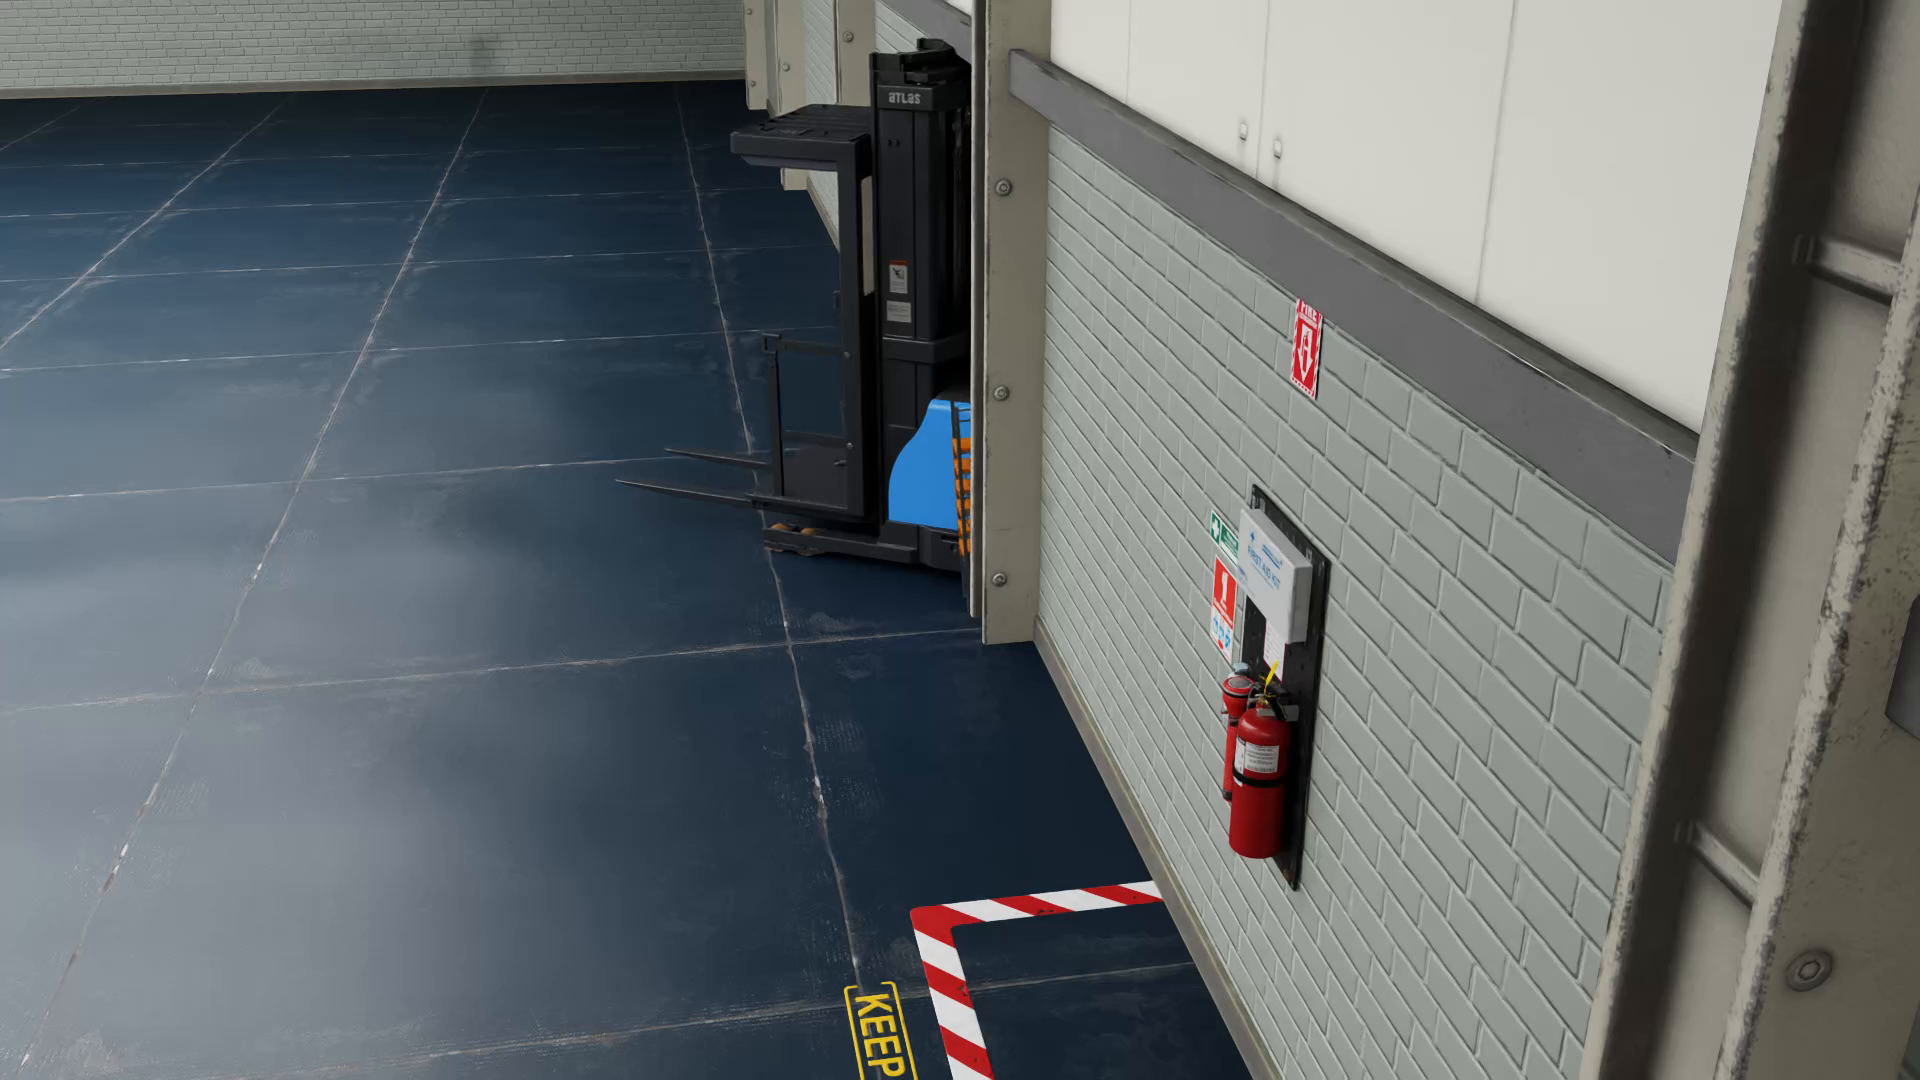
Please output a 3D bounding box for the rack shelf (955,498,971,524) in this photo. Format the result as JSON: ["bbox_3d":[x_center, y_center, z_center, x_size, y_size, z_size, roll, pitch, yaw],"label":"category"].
[{"bbox_3d":[0.116,-0.163,9.212,0.258,0.103,0.180,-6,23,-6],"label":"rack shelf"}]

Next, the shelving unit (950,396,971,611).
[{"bbox_3d":[0.113,-0.204,9.195,0.258,1.200,0.189,-6,23,-6],"label":"shelving unit"}]

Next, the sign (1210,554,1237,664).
[{"bbox_3d":[0.934,0.244,5.899,0.001,0.329,0.234,-4,24,-10],"label":"sign"}]

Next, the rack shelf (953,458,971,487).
[{"bbox_3d":[0.101,-0.384,9.119,0.258,0.103,0.180,-6,23,-6],"label":"rack shelf"}]

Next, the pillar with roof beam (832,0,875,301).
[{"bbox_3d":[-5.096,-5.690,12.036,9.100,9.000,0.400,-4,24,-10],"label":"pillar with roof beam"}]

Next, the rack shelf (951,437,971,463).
[{"bbox_3d":[0.094,-0.494,9.073,0.258,0.103,0.180,-6,23,-6],"label":"rack shelf"}]

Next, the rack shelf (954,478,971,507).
[{"bbox_3d":[0.109,-0.273,9.166,0.258,0.103,0.180,-6,23,-6],"label":"rack shelf"}]

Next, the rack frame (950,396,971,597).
[{"bbox_3d":[0.101,-0.238,9.279,0.240,1.200,0.006,-6,23,-6],"label":"rack frame"}]

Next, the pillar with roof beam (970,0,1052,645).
[{"bbox_3d":[-3.986,-3.330,6.632,9.100,9.000,0.400,-4,24,-10],"label":"pillar with roof beam"}]

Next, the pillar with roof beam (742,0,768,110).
[{"bbox_3d":[-7.315,-10.411,22.843,9.100,9.000,0.400,-4,24,-10],"label":"pillar with roof beam"}]

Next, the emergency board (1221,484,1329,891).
[{"bbox_3d":[0.935,0.485,5.391,0.194,1.169,0.643,-4,24,-10],"label":"emergency board"}]

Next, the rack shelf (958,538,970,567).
[{"bbox_3d":[0.131,0.058,9.305,0.258,0.103,0.180,-6,23,-6],"label":"rack shelf"}]

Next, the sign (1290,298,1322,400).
[{"bbox_3d":[1.031,-0.588,4.951,0.001,0.298,0.199,-4,24,-10],"label":"sign"}]

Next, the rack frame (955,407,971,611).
[{"bbox_3d":[0.126,-0.169,9.111,0.240,1.200,0.006,-6,23,-6],"label":"rack frame"}]

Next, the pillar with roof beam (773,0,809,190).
[{"bbox_3d":[-6.205,-8.051,17.440,9.100,9.000,0.400,-4,24,-10],"label":"pillar with roof beam"}]

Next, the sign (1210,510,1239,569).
[{"bbox_3d":[0.926,0.003,5.788,0.001,0.109,0.331,-4,24,-10],"label":"sign"}]

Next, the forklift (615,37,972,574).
[{"bbox_3d":[-0.661,-1.430,9.862,3.031,2.935,1.130,9,25,19],"label":"forklift"}]

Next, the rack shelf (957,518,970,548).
[{"bbox_3d":[0.123,-0.053,9.258,0.258,0.103,0.180,-6,23,-6],"label":"rack shelf"}]
